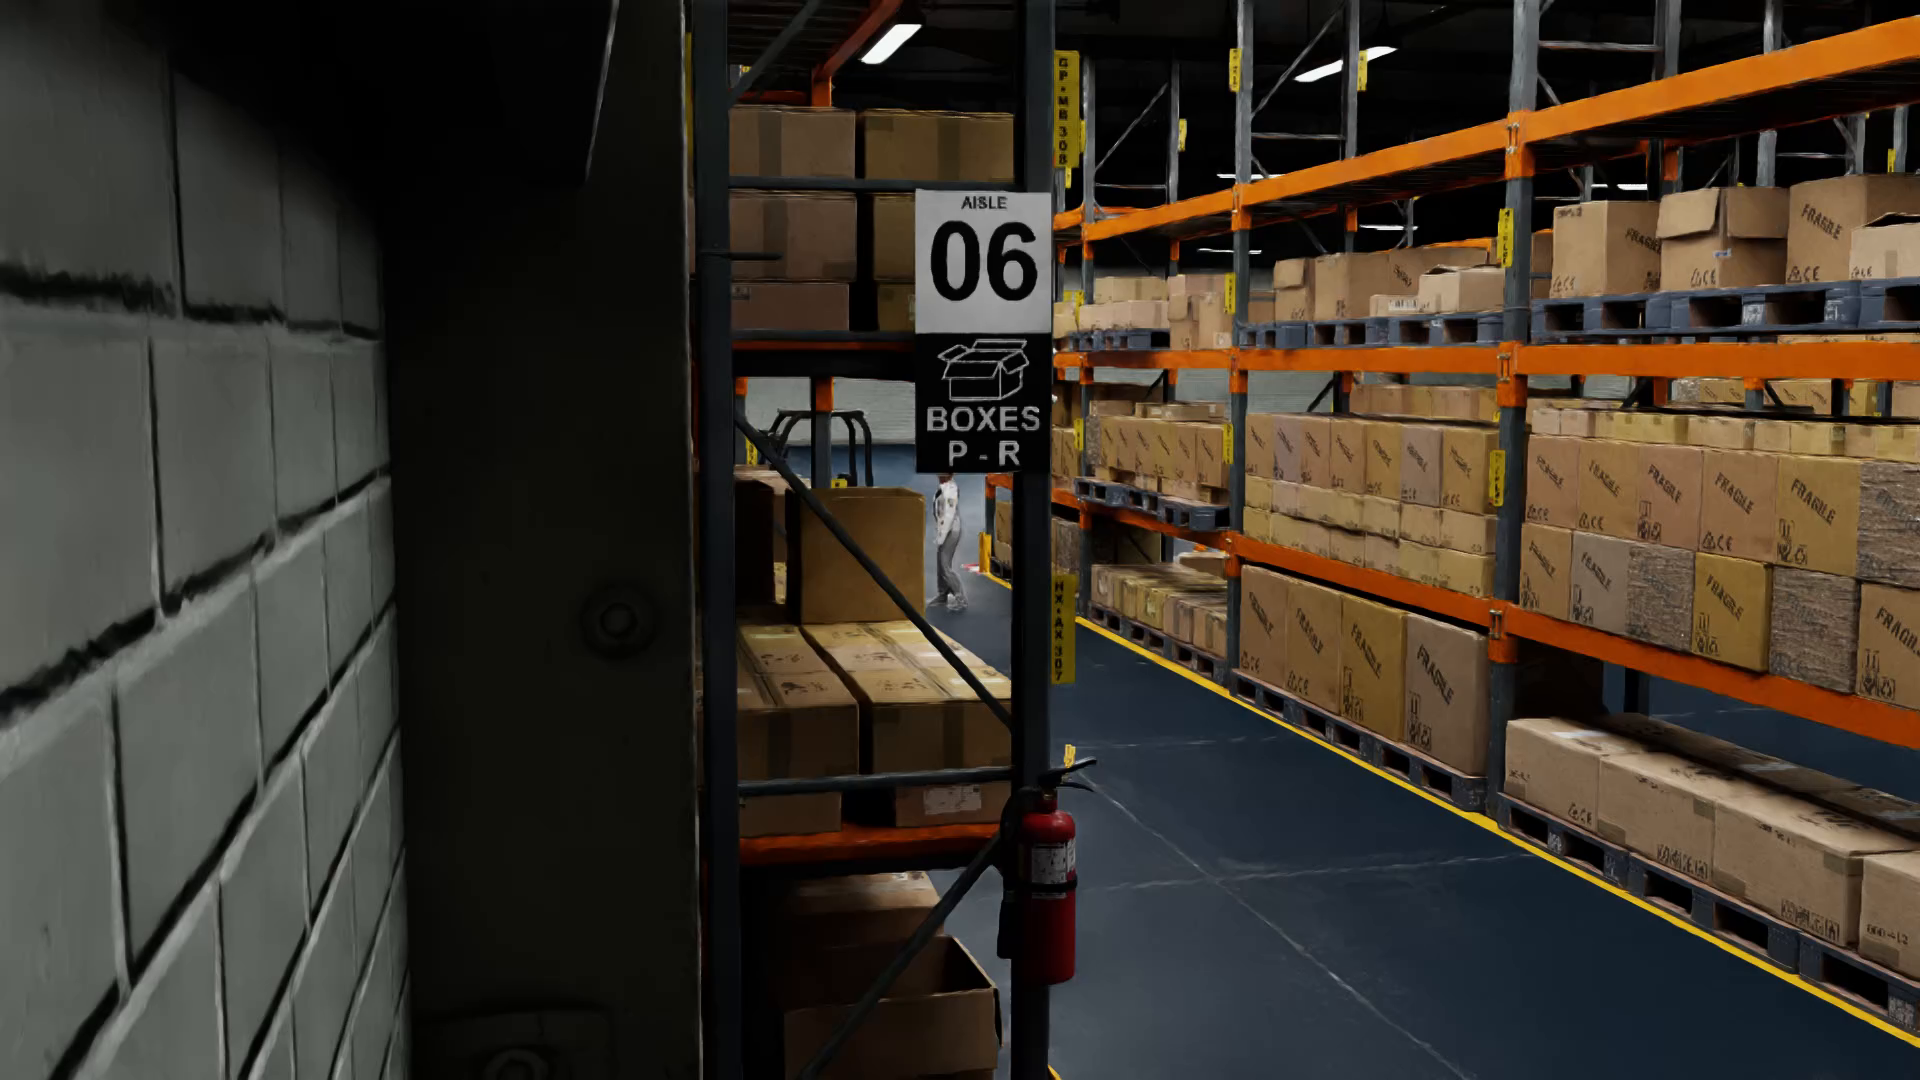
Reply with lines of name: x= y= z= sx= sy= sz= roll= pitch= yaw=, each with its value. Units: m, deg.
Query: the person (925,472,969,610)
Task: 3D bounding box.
person: x=-0.165 y=-0.064 z=18.094 sx=0.540 sy=1.646 sz=0.604 roll=0 pitch=6 yaw=3
